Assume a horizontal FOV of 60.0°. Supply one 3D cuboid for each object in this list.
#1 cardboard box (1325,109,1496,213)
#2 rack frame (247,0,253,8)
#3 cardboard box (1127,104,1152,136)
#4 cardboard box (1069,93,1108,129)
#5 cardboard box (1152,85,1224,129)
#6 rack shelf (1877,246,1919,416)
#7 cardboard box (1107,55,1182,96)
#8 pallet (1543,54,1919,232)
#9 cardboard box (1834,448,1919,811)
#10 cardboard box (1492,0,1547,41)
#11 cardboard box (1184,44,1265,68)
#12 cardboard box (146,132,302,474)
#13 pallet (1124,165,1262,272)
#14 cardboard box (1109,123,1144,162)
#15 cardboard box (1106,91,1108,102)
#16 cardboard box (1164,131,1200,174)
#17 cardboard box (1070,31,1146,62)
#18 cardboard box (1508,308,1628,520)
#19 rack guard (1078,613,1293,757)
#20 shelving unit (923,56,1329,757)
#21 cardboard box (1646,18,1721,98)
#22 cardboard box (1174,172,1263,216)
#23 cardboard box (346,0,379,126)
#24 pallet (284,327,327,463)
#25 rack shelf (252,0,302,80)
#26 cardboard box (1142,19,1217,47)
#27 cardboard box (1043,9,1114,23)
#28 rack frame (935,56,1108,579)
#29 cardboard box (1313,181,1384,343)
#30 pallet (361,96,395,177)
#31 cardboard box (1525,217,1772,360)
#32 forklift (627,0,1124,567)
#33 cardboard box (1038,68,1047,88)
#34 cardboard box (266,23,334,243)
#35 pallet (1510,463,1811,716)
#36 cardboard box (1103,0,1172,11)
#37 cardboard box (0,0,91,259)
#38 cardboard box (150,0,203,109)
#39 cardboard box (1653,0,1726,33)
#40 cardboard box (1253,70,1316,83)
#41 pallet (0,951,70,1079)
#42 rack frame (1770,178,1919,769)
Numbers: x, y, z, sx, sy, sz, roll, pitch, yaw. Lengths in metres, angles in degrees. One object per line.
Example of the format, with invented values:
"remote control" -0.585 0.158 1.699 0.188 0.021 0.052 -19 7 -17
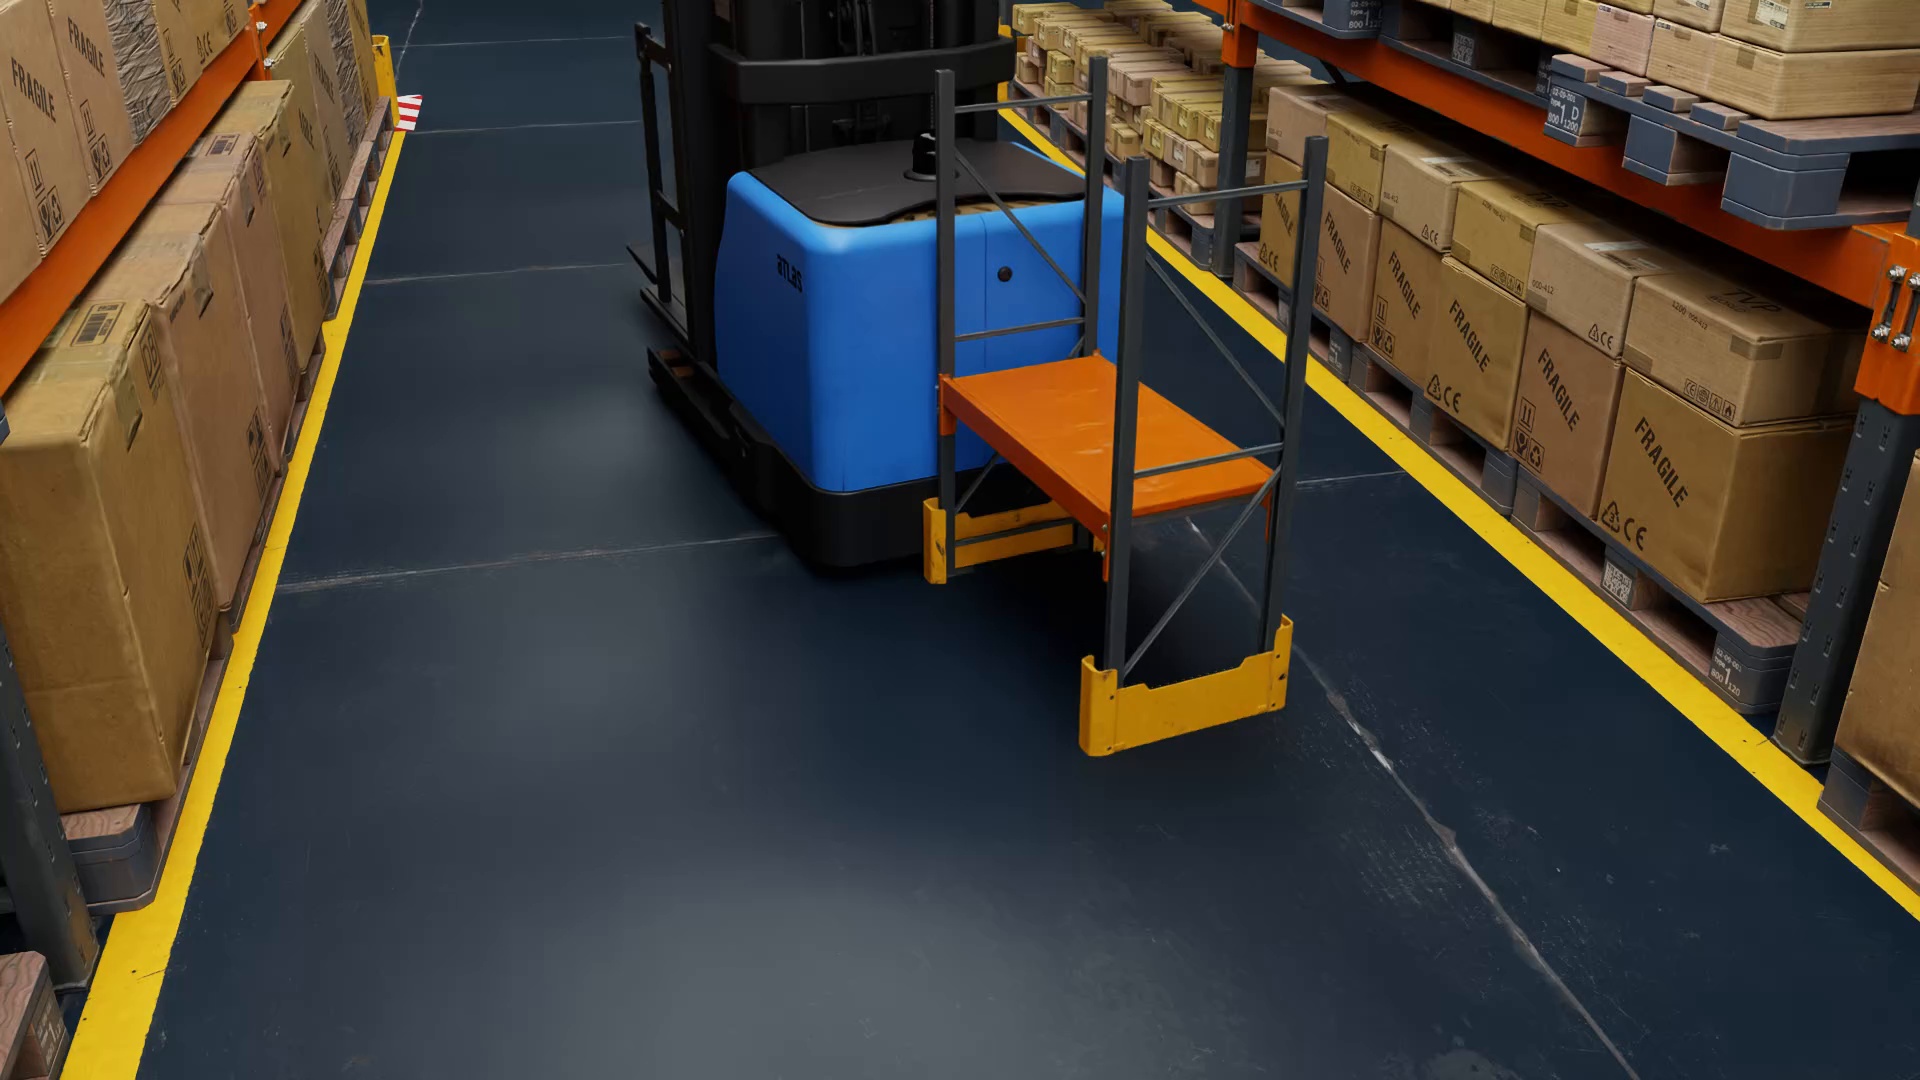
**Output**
"cardboard box" 1.693 -1.427 6.223 0.500 0.250 0.500 -5 27 -10
"rack frame" -3.194 -2.146 6.172 1.000 3.000 0.127 -6 27 -12
"cardboard box" 1.092 -2.222 8.691 0.380 0.149 0.250 -5 27 -10
"cardboard box" 0.840 -2.454 9.482 0.380 0.149 0.250 -7 28 -14
"cardboard box" 1.168 -2.132 8.182 0.380 0.149 0.250 -6 27 -12
"rack shelf" 3.013 0.350 2.026 1.077 0.370 4.000 -6 27 -12
"cardboard box" 0.962 -2.480 8.873 0.380 0.149 0.250 -7 28 -13
"pallet" 2.298 -1.065 4.245 1.213 0.211 1.003 -6 27 -12
"cardboard box" 2.612 0.244 3.468 1.050 0.750 0.750 -6 27 -12
"cardboard box" 1.776 -1.544 4.793 0.380 0.149 0.250 -7 28 -14
"cardboard box" 1.458 -2.646 9.202 0.380 0.149 0.250 -6 27 -11
"cardboard box" -2.828 -0.714 5.227 1.225 0.875 0.875 -7 28 -13
"pallet" 1.475 -1.651 8.288 1.003 0.211 1.213 -6 27 -12
"cardboard box" 1.007 -2.112 8.803 0.380 0.149 0.250 -6 27 -12
"cardboard box" 0.982 -2.583 9.406 0.380 0.149 0.250 -5 27 -9
"cardboard box" 1.207 -1.876 8.006 0.380 0.149 0.250 -7 28 -14
"cardboard box" 0.848 -2.821 9.548 0.380 0.149 0.250 -5 27 -10
"cardboard box" 2.046 -0.411 5.044 0.500 0.500 0.500 -5 27 -10
"rack guard" 0.579 0.366 4.248 0.587 0.250 0.087 -11 29 -22
"shelving unit" 0.374 -0.397 4.372 0.587 1.500 1.083 -11 29 -22
"cardboard box" 1.949 -1.203 4.118 0.380 0.149 0.250 -6 27 -12
"cardboard box" 1.241 -1.657 7.902 0.380 0.149 0.250 -6 27 -11
"cardboard box" -3.873 -2.868 9.495 0.875 0.875 0.875 -6 27 -12
"pallet" -2.947 -0.570 6.145 1.003 0.211 1.213 -6 27 -12
"rack shelf" -3.645 -2.703 8.074 1.077 0.370 4.000 -6 27 -12
"cardboard box" 1.305 -2.998 9.898 0.380 0.149 0.250 -7 28 -14
"cardboard box" 0.726 -3.168 10.235 0.380 0.149 0.250 -5 27 -11
"rack frame" 0.169 -0.602 4.778 0.500 1.500 0.032 -11 29 -22
"cardboard box" 1.690 -1.093 6.395 0.500 0.500 0.500 -5 27 -9
"pallet" -3.839 -2.314 9.600 1.003 0.211 1.213 -6 27 -12
"cardboard box" 2.029 -0.750 4.882 0.500 0.250 0.500 -6 27 -11
"forklift" -0.543 -1.866 5.694 1.130 2.935 3.031 -11 29 -22
"cardboard box" 0.705 -2.907 10.378 0.380 0.149 0.250 -6 27 -12
"cardboard box" -3.265 -1.683 7.146 0.875 0.875 0.875 -6 27 -12
"pallet" 2.388 0.053 4.911 1.003 0.211 1.213 -6 27 -12
"cardboard box" 1.126 -3.335 10.565 0.380 0.149 0.250 -6 27 -11
"cardboard box" -2.255 -0.902 3.596 0.500 0.500 0.500 -7 28 -13
"cardboard box" -2.593 -1.566 4.913 0.500 0.500 0.500 -6 27 -12
"cardboard box" 1.946 -1.345 4.068 0.380 0.149 0.250 -5 27 -10
"cardboard box" 1.595 -2.303 8.521 0.380 0.149 0.250 -7 28 -13
"pallet" -2.118 1.198 2.641 1.003 0.211 1.213 -6 27 -12
"rack frame" 2.563 -0.849 3.603 1.000 3.000 0.127 -6 27 -12
